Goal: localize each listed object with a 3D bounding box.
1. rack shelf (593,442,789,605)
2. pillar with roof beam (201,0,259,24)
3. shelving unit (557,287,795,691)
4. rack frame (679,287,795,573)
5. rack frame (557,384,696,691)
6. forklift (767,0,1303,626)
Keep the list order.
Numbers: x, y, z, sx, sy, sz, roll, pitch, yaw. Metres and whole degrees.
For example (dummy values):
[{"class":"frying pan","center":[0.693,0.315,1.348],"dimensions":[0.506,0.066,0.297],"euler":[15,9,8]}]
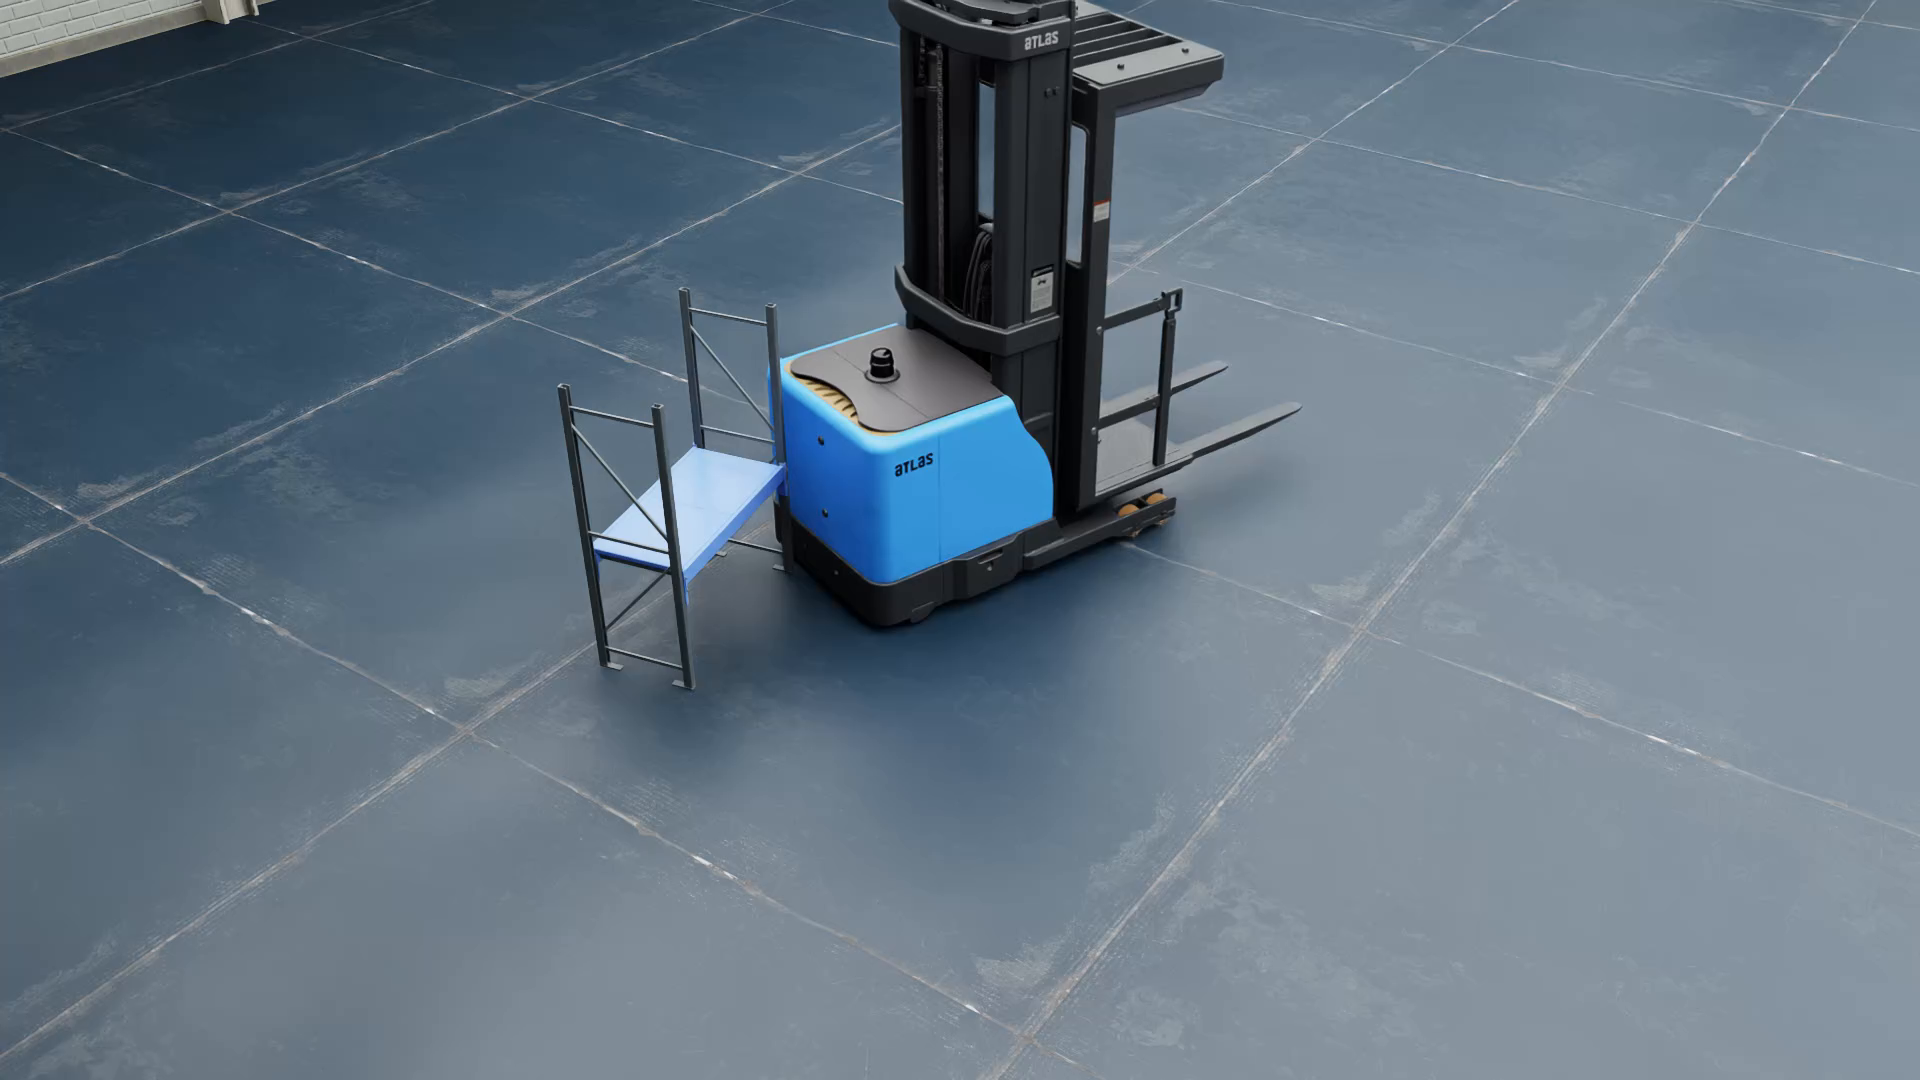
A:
[{"class":"rack shelf","center":[-1.276,-0.098,7.877],"dimensions":[0.538,0.185,1.000],"euler":[13,36,18]},{"class":"pillar with roof beam","center":[-3.623,-7.506,11.816],"dimensions":[9.100,9.000,0.400],"euler":[21,39,28]},{"class":"shelving unit","center":[-1.276,-0.247,7.776],"dimensions":[0.538,1.500,1.048],"euler":[13,36,18]},{"class":"rack frame","center":[-1.085,-0.511,8.166],"dimensions":[0.500,1.500,0.032],"euler":[13,36,18]},{"class":"rack frame","center":[-1.467,0.017,7.386],"dimensions":[0.500,1.500,0.032],"euler":[13,36,18]},{"class":"forklift","center":[0.534,-1.451,8.279],"dimensions":[3.031,2.935,1.130],"euler":[-22,40,-29]}]
